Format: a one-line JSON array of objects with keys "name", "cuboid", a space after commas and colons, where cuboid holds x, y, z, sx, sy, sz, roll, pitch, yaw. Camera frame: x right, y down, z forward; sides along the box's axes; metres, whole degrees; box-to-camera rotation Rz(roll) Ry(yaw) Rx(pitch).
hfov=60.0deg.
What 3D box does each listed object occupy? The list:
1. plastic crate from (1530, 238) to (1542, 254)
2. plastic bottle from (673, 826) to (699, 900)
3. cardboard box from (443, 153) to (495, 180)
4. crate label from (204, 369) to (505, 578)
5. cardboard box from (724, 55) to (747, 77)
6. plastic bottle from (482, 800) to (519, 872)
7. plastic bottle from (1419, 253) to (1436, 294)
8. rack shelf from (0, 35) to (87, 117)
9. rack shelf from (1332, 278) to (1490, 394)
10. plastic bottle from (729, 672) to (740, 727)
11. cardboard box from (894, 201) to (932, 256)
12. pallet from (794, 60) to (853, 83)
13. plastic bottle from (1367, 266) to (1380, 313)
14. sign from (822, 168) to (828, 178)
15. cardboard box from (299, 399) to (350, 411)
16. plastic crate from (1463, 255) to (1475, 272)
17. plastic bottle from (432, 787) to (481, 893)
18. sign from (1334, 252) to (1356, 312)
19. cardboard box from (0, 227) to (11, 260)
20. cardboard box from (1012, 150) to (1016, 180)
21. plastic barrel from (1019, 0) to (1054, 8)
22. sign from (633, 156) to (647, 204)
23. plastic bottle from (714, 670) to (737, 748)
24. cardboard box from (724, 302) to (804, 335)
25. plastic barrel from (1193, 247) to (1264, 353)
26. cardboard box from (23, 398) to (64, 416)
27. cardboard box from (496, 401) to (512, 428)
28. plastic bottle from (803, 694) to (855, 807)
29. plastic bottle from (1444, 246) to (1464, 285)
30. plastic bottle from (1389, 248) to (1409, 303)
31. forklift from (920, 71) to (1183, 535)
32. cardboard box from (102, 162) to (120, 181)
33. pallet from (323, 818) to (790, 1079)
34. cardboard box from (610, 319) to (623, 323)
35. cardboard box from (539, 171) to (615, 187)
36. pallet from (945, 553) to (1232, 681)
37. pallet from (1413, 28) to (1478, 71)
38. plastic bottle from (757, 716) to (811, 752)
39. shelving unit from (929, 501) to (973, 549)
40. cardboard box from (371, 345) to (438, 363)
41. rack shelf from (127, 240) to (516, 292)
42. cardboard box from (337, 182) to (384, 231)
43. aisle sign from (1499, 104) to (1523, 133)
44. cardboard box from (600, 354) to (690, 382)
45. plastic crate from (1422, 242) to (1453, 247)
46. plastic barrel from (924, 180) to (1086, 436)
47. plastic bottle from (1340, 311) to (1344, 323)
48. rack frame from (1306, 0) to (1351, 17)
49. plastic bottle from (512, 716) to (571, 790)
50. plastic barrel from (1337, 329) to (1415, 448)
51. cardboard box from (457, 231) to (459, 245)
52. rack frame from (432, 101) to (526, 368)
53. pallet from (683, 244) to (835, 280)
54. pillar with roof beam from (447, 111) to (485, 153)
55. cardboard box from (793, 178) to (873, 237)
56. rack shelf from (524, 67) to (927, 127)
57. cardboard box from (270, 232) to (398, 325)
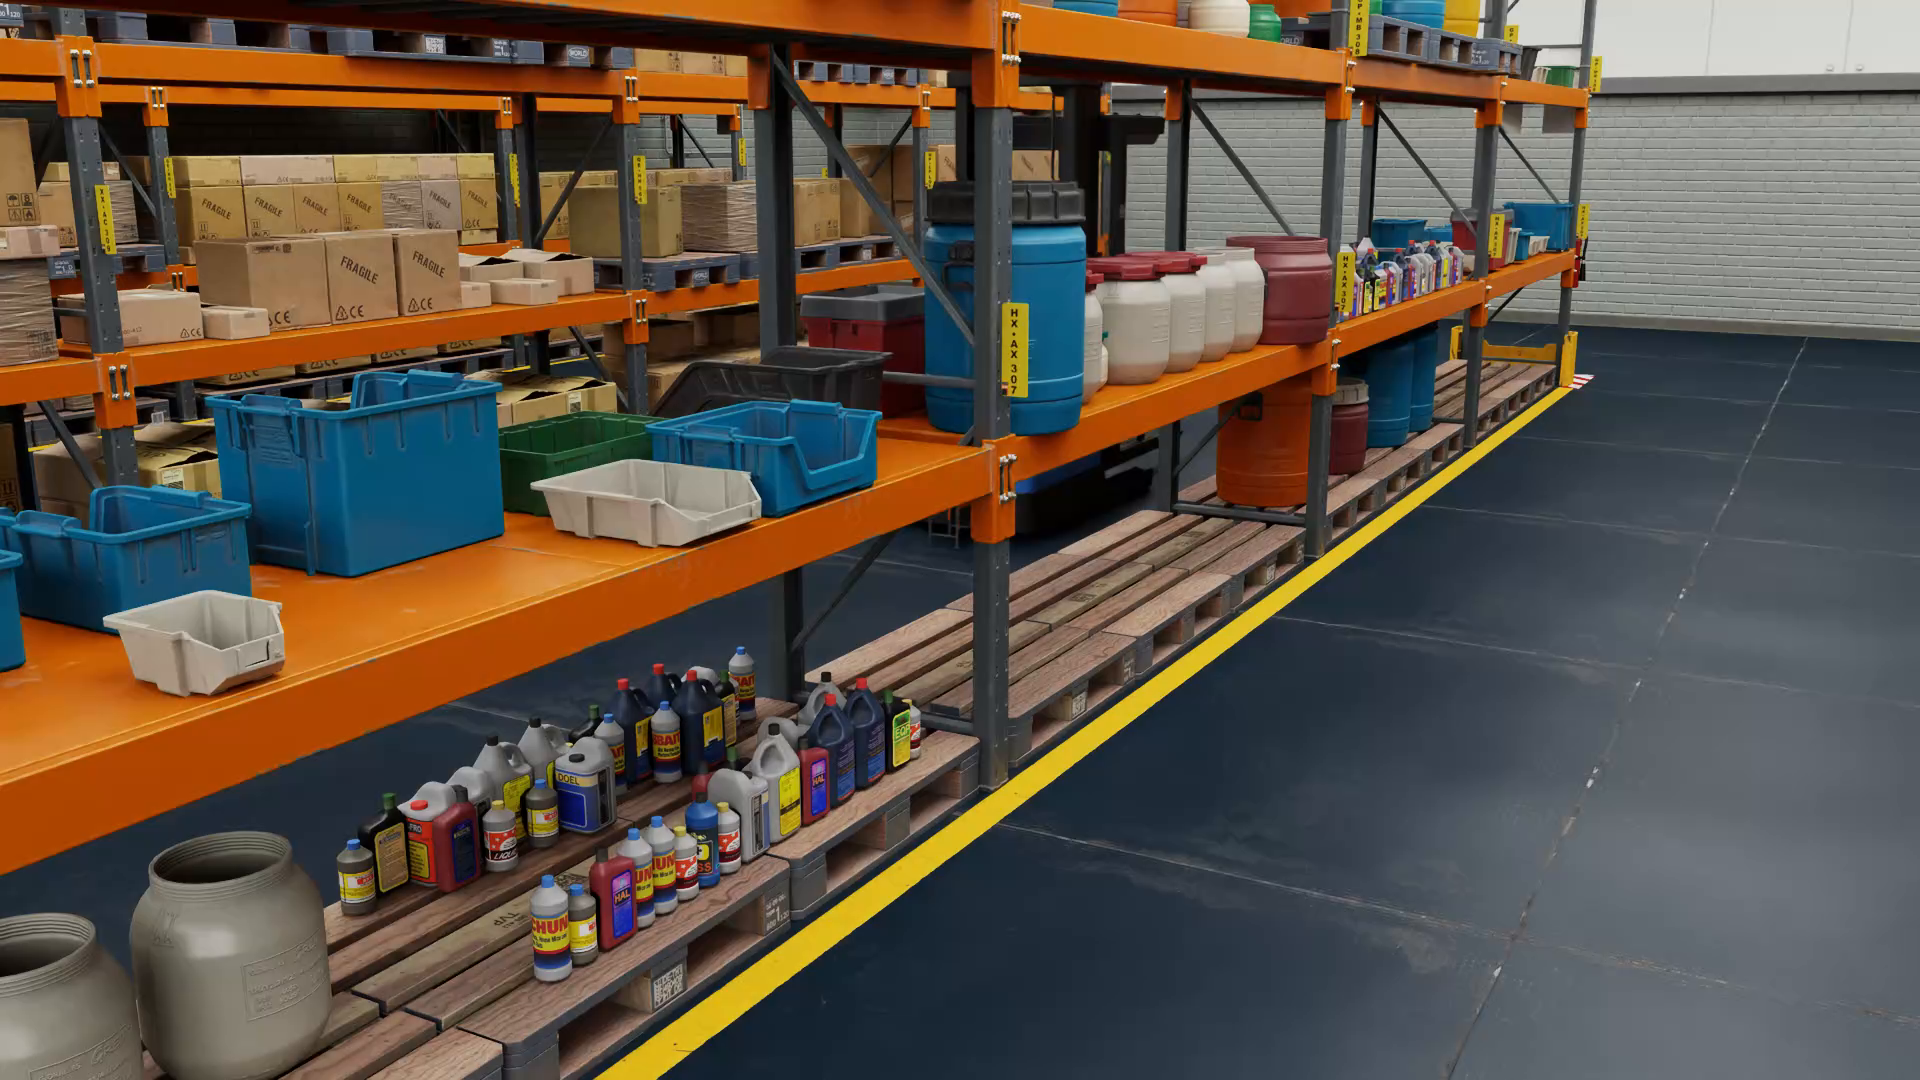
[{"name": "plastic crate", "cuboid": [5.127, -2.708, 15.300, 0.396, 0.136, 0.243, 7, 15, 28]}, {"name": "plastic bottle", "cuboid": [-0.808, 0.929, 4.813, 0.097, 0.201, 0.097, 0, 14, 0]}, {"name": "cardboard box", "cuboid": [-5.092, -3.797, 16.892, 0.500, 0.250, 0.500, 8, 16, 29]}, {"name": "crate label", "cuboid": [-1.566, -0.195, 4.368, 0.502, 0.435, 0.616, 7, 15, 28]}, {"name": "cardboard box", "cuboid": [-2.006, -3.785, 12.718, 0.910, 0.500, 0.500, 7, 15, 28]}, {"name": "plastic bottle", "cuboid": [-1.384, 0.883, 5.001, 0.097, 0.201, 0.097, 0, 14, 0]}, {"name": "plastic bottle", "cuboid": [3.254, -1.876, 11.678, 0.152, 0.276, 0.135, 7, 15, 28]}, {"name": "rack shelf", "cuboid": [-5.586, -1.851, 6.444, 1.077, 0.370, 4.000, 7, 15, 28]}, {"name": "rack shelf", "cuboid": [2.615, -1.472, 11.273, 1.077, 0.370, 4.000, 7, 15, 28]}, {"name": "plastic bottle", "cuboid": [-0.872, 0.593, 6.207, 0.097, 0.201, 0.097, 0, 14, 0]}, {"name": "cardboard box", "cuboid": [-0.267, -2.916, 15.516, 0.500, 0.500, 0.500, 8, 16, 30]}, {"name": "pallet", "cuboid": [-1.627, -3.822, 13.486, 1.213, 0.211, 1.003, 7, 15, 28]}, {"name": "plastic bottle", "cuboid": [2.581, -1.571, 10.399, 0.061, 0.283, 0.133, 7, 15, 28]}, {"name": "sign", "cuboid": [-1.231, -3.274, 15.369, 0.100, 0.325, 0.005, 7, 15, 28]}, {"name": "cardboard box", "cuboid": [-3.939, -0.720, 10.396, 0.500, 0.311, 0.500, 7, 15, 27]}, {"name": "plastic crate", "cuboid": [3.932, -2.212, 13.243, 0.396, 0.136, 0.243, 7, 15, 28]}, {"name": "plastic bottle", "cuboid": [-1.475, 0.874, 4.866, 0.061, 0.283, 0.133, 7, 15, 28]}, {"name": "sign", "cuboid": [2.133, -1.430, 9.215, 0.100, 0.325, 0.005, 7, 15, 28]}, {"name": "cardboard box", "cuboid": [-4.685, -1.386, 7.784, 0.380, 0.149, 0.250, 7, 15, 27]}, {"name": "cardboard box", "cuboid": [0.220, -3.605, 16.238, 0.500, 0.500, 0.500, 7, 15, 26]}, {"name": "plastic barrel", "cuboid": [0.087, -2.555, 6.764, 0.600, 0.901, 0.600, 0, 14, 0]}, {"name": "sign", "cuboid": [-2.198, -2.474, 11.424, 0.100, 0.325, 0.005, 7, 15, 28]}, {"name": "plastic bottle", "cuboid": [-0.862, 0.613, 5.947, 0.061, 0.283, 0.133, 7, 15, 28]}, {"name": "cardboard box", "cuboid": [-1.683, -1.880, 14.227, 0.500, 0.250, 0.500, 7, 15, 28]}, {"name": "plastic barrel", "cuboid": [1.338, -1.230, 8.498, 0.421, 0.512, 0.421, 0, 14, 0]}, {"name": "cardboard box", "cuboid": [-7.677, -1.286, 13.363, 0.700, 0.500, 0.500, 7, 15, 28]}, {"name": "cardboard box", "cuboid": [-3.215, -0.767, 10.590, 0.500, 0.311, 0.500, 7, 15, 28]}, {"name": "plastic bottle", "cuboid": [-0.437, 0.688, 5.495, 0.144, 0.351, 0.185, 7, 15, 25]}, {"name": "plastic bottle", "cuboid": [3.675, -2.054, 12.418, 0.152, 0.276, 0.135, 7, 15, 28]}, {"name": "plastic bottle", "cuboid": [2.892, -1.756, 11.023, 0.144, 0.351, 0.185, 7, 15, 28]}, {"name": "forklift", "cuboid": [0.668, -1.756, 11.065, 1.130, 2.935, 3.031, 7, 15, 27]}, {"name": "cardboard box", "cuboid": [-7.165, -3.037, 13.695, 0.380, 0.149, 0.250, 5, 15, 21]}, {"name": "pallet", "cuboid": [-1.235, 1.149, 4.815, 1.003, 0.211, 1.213, 7, 15, 28]}, {"name": "cardboard box", "cuboid": [-4.143, -2.693, 19.240, 0.700, 0.500, 0.500, 8, 16, 29]}, {"name": "cardboard box", "cuboid": [-4.456, -3.759, 18.584, 0.980, 0.700, 0.700, 7, 15, 27]}, {"name": "pallet", "cuboid": [0.649, 0.348, 8.138, 1.003, 0.211, 1.213, 7, 15, 28]}, {"name": "pallet", "cuboid": [2.743, -3.193, 10.882, 1.003, 0.211, 1.213, 7, 15, 28]}, {"name": "plastic bottle", "cuboid": [-0.579, 0.712, 5.552, 0.152, 0.276, 0.135, 7, 15, 28]}, {"name": "shelving unit", "cuboid": [-0.039, -0.493, 9.837, 0.215, 1.050, 0.252, 7, 15, 27]}, {"name": "cardboard box", "cuboid": [-5.718, -2.183, 16.377, 0.750, 0.750, 0.750, 8, 16, 30]}, {"name": "rack shelf", "cuboid": [-6.057, -2.594, 15.929, 1.077, 0.370, 4.000, 7, 15, 28]}, {"name": "cardboard box", "cuboid": [-5.818, -3.123, 15.697, 0.500, 0.500, 0.500, 8, 16, 30]}, {"name": "aisle sign", "cuboid": [5.291, -4.365, 16.191, 0.394, 0.787, 0.004, 7, 15, 28]}, {"name": "cardboard box", "cuboid": [-2.439, -1.190, 12.965, 0.500, 0.500, 0.500, 8, 16, 30]}, {"name": "plastic crate", "cuboid": [4.161, -2.524, 14.538, 0.293, 0.136, 0.466, 7, 15, 28]}, {"name": "plastic barrel", "cuboid": [0.167, -0.879, 6.210, 0.600, 0.901, 0.708, 7, 15, 28]}, {"name": "plastic bottle", "cuboid": [2.221, -1.421, 9.804, 0.097, 0.271, 0.097, 0, 14, 0]}, {"name": "rack frame", "cuboid": [1.648, -4.328, 8.783, 1.000, 3.000, 0.127, 7, 15, 28]}, {"name": "plastic bottle", "cuboid": [-1.335, 0.728, 5.327, 0.144, 0.351, 0.185, 7, 15, 28]}, {"name": "plastic barrel", "cuboid": [2.962, -1.161, 12.030, 0.600, 0.901, 0.708, 7, 15, 28]}, {"name": "cardboard box", "cuboid": [-5.272, -3.038, 16.728, 0.380, 0.149, 0.250, 8, 16, 30]}, {"name": "rack frame", "cuboid": [-5.090, -3.354, 17.547, 1.000, 3.000, 0.127, 7, 15, 28]}, {"name": "pallet", "cuboid": [-1.750, -2.279, 13.497, 1.003, 0.211, 1.213, 7, 15, 28]}, {"name": "pillar with roof beam", "cuboid": [-1.741, -6.025, 15.822, 9.100, 9.000, 0.400, 7, 15, 28]}, {"name": "cardboard box", "cuboid": [-1.177, -2.975, 14.863, 0.700, 0.500, 0.500, 2, 14, 9]}, {"name": "rack shelf", "cuboid": [-1.719, -3.492, 13.252, 1.077, 0.370, 4.000, 7, 15, 28]}, {"name": "cardboard box", "cuboid": [-3.737, -1.568, 9.922, 0.500, 0.500, 0.500, 7, 15, 28]}]
